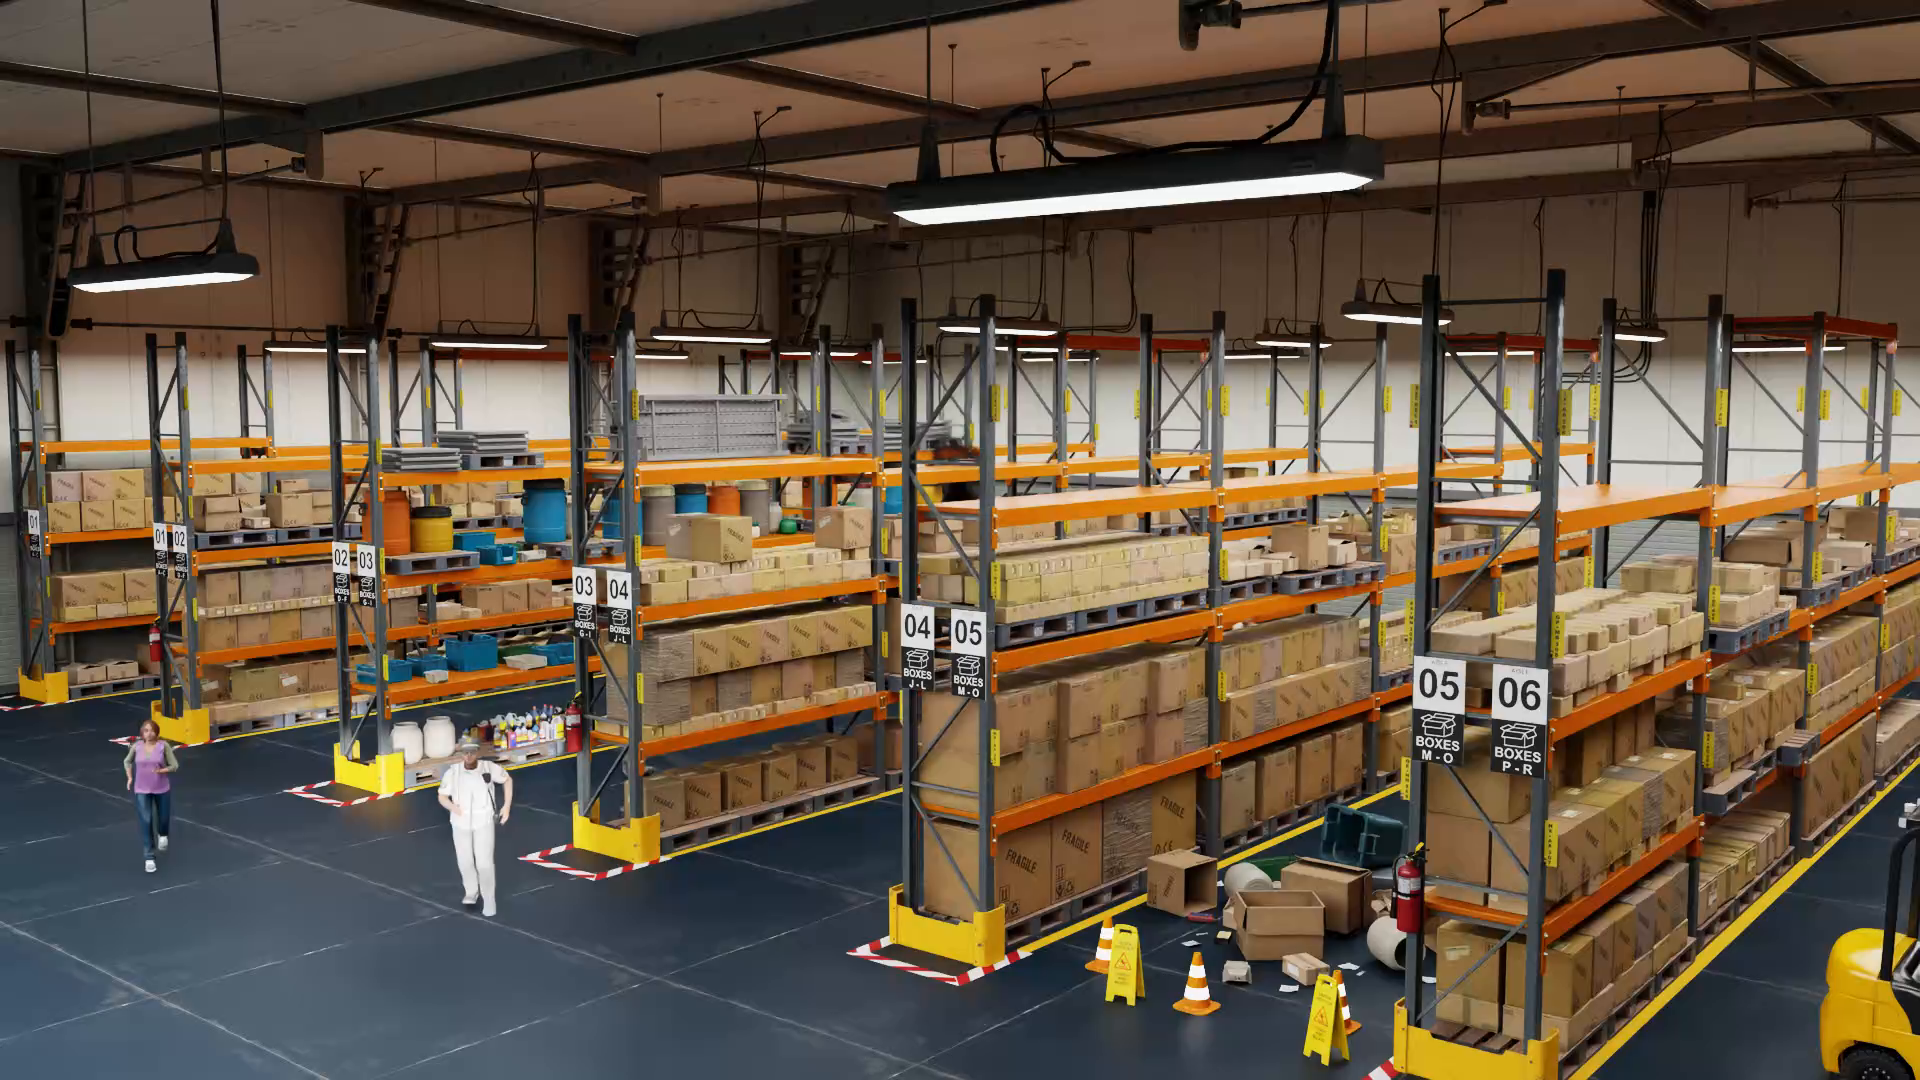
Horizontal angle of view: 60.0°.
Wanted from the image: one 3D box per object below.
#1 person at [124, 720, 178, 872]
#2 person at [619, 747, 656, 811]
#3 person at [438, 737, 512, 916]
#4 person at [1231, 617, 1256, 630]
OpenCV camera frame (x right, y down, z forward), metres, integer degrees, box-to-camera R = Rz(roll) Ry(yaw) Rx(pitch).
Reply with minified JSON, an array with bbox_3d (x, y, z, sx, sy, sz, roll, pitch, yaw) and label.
[{"bbox_3d":[-8.777,2.733,18.061,0.541,1.579,0.875,-2,6,-24],"label":"person"},{"bbox_3d":[-3.997,2.501,20.737,0.607,1.655,0.769,3,6,29],"label":"person"},{"bbox_3d":[-4.781,2.834,16.391,0.688,1.846,0.741,-1,5,-9],"label":"person"},{"bbox_3d":[4.479,1.945,26.185,0.714,1.735,0.634,4,6,35],"label":"person"}]
